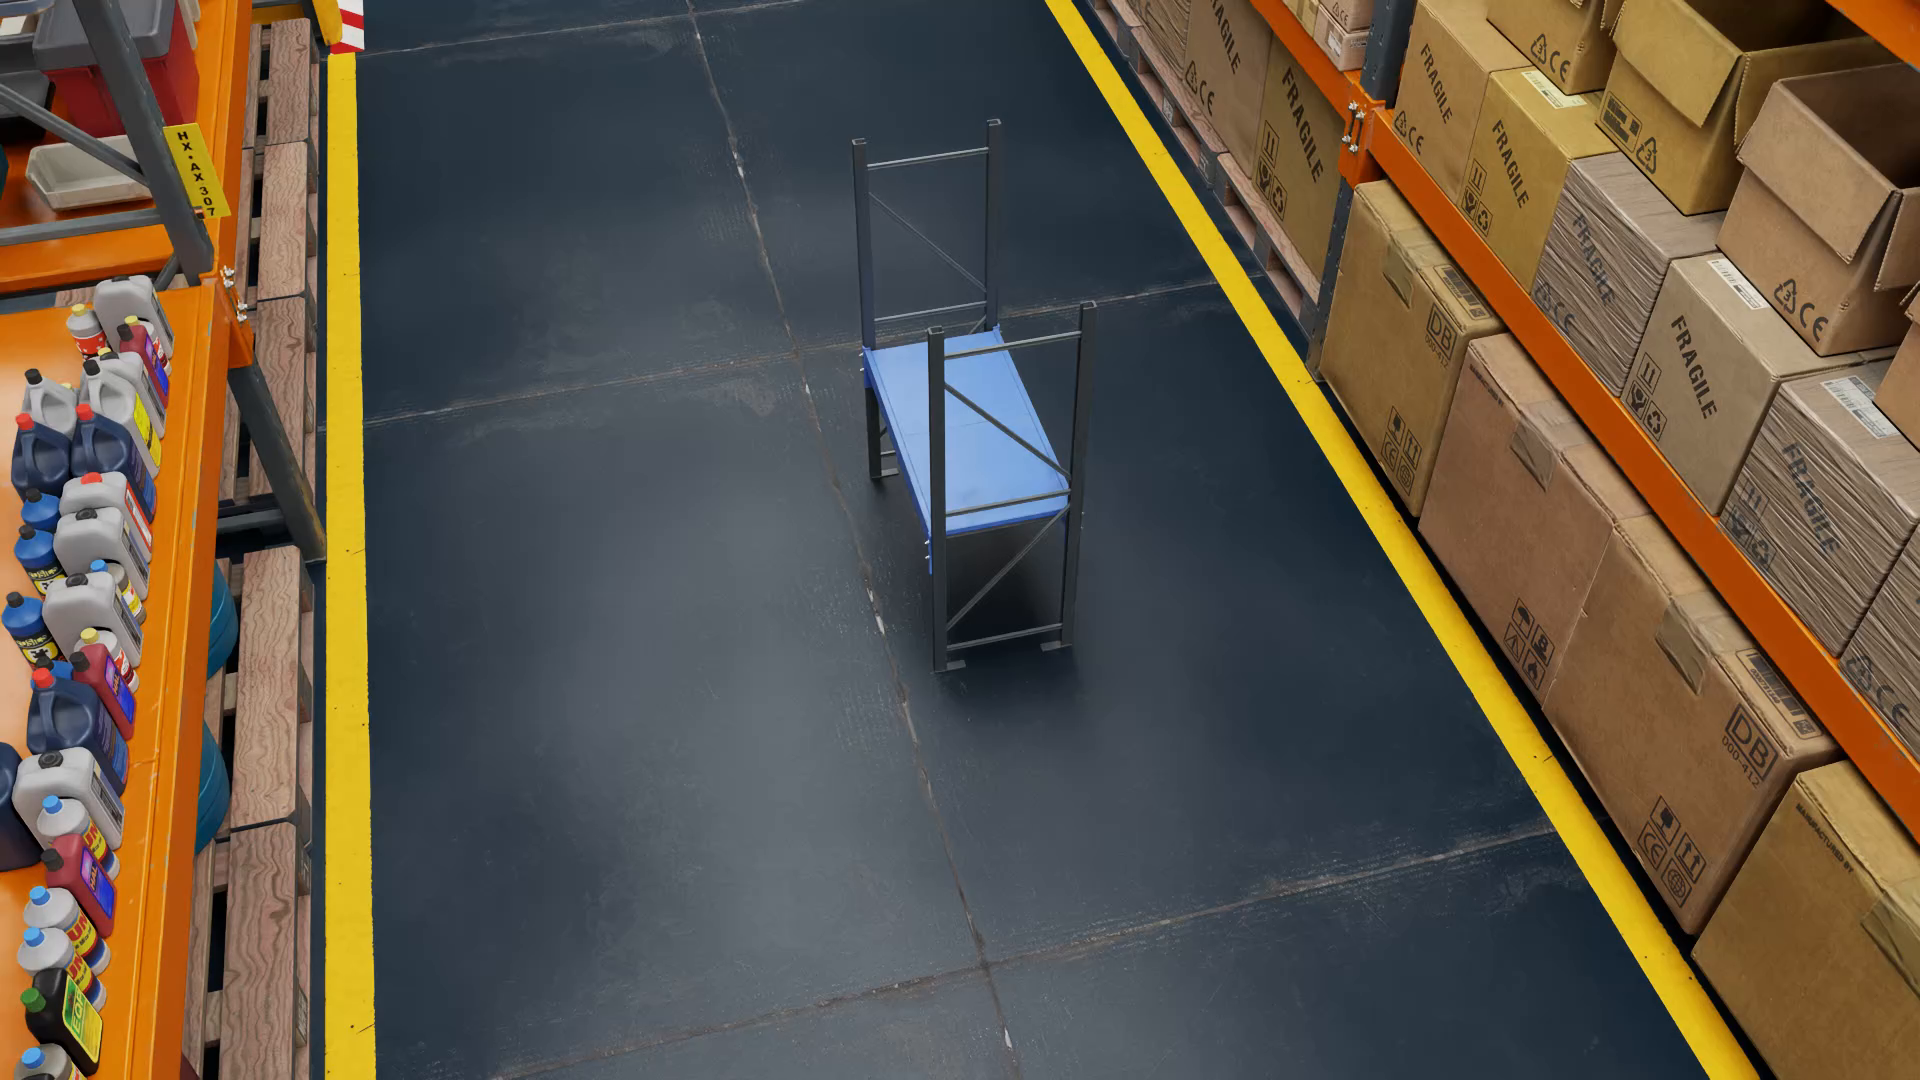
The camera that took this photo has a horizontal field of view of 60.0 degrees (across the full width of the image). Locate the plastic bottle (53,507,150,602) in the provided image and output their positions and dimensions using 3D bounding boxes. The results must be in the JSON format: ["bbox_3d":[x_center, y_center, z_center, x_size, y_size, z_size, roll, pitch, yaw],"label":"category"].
[{"bbox_3d":[-2.177,0.030,4.208,0.152,0.276,0.135,-11,47,-10],"label":"plastic bottle"}]

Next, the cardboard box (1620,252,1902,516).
[{"bbox_3d":[2.211,-0.449,4.520,0.500,0.500,0.500,-10,46,-10],"label":"cardboard box"}]

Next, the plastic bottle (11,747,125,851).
[{"bbox_3d":[-1.977,0.570,3.678,0.152,0.276,0.135,-11,47,-10],"label":"plastic bottle"}]

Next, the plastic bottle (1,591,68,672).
[{"bbox_3d":[-2.233,0.227,4.017,0.097,0.271,0.097,0,46,0],"label":"plastic bottle"}]

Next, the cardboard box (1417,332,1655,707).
[{"bbox_3d":[2.353,-0.174,5.514,1.225,0.875,0.875,-12,47,-12],"label":"cardboard box"}]

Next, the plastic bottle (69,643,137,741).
[{"bbox_3d":[-2.014,0.339,3.900,0.061,0.283,0.133,-11,47,-10],"label":"plastic bottle"}]

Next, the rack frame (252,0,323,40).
[{"bbox_3d":[-3.871,-3.682,7.758,1.000,3.000,0.127,-11,47,-10],"label":"rack frame"}]

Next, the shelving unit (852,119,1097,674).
[{"bbox_3d":[0.022,-0.466,5.657,0.538,1.500,1.048,-11,47,-10],"label":"shelving unit"}]

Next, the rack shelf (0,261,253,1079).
[{"bbox_3d":[-2.335,0.713,3.955,1.077,0.370,4.000,-11,47,-10],"label":"rack shelf"}]

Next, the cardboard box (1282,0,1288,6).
[{"bbox_3d":[1.414,-2.243,6.524,0.380,0.149,0.250,-11,47,-11],"label":"cardboard box"}]

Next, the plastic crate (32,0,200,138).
[{"bbox_3d":[-2.833,-1.626,5.656,0.402,0.464,0.583,-11,47,-10],"label":"plastic crate"}]

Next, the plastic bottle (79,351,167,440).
[{"bbox_3d":[-2.340,-0.411,4.640,0.152,0.276,0.135,-11,47,-10],"label":"plastic bottle"}]

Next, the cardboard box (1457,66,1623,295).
[{"bbox_3d":[1.946,-1.150,5.207,0.500,0.500,0.500,-11,47,-10],"label":"cardboard box"}]

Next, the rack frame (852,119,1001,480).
[{"bbox_3d":[-0.108,-0.817,6.001,0.500,1.500,0.032,-11,47,-10],"label":"rack frame"}]

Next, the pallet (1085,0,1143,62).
[{"bbox_3d":[1.197,-3.074,9.114,1.003,0.211,1.213,-11,47,-10],"label":"pallet"}]

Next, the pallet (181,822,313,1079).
[{"bbox_3d":[-2.374,1.440,4.691,1.003,0.211,1.213,-11,47,-10],"label":"pallet"}]

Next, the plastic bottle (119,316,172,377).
[{"bbox_3d":[-2.378,-0.562,4.840,0.097,0.201,0.097,0,46,0],"label":"plastic bottle"}]

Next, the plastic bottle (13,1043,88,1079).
[{"bbox_3d":[-1.777,1.057,3.253,0.097,0.201,0.097,0,46,0],"label":"plastic bottle"}]

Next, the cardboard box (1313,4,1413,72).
[{"bbox_3d":[1.546,-1.888,6.176,0.380,0.149,0.250,-10,47,-10],"label":"cardboard box"}]

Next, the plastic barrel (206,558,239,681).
[{"bbox_3d":[-2.724,0.046,5.280,0.600,0.901,0.708,-11,47,-10],"label":"plastic barrel"}]

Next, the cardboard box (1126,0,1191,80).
[{"bbox_3d":[1.391,-2.935,8.220,0.875,0.875,0.875,-11,47,-10],"label":"cardboard box"}]

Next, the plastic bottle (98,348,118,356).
[{"bbox_3d":[-2.402,-0.459,4.739,0.097,0.201,0.097,0,46,0],"label":"plastic bottle"}]

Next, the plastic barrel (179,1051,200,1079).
[{"bbox_3d":[-2.254,1.424,4.148,0.600,0.588,0.708,-11,47,-10],"label":"plastic barrel"}]

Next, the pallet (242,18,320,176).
[{"bbox_3d":[-3.698,-2.129,8.189,1.003,0.211,1.213,-11,47,-10],"label":"pallet"}]

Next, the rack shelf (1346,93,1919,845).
[{"bbox_3d":[2.453,-0.193,4.843,1.077,0.370,4.000,-11,47,-10],"label":"rack shelf"}]

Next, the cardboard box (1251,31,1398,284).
[{"bbox_3d":[1.849,-1.699,7.009,0.875,0.875,0.875,-11,47,-10],"label":"cardboard box"}]

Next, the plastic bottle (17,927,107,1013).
[{"bbox_3d":[-1.836,0.873,3.384,0.097,0.271,0.097,0,46,0],"label":"plastic bottle"}]

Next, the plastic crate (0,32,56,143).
[{"bbox_3d":[-3.393,-1.568,5.837,0.437,0.125,0.590,-11,47,-10],"label":"plastic crate"}]

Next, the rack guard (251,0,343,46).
[{"bbox_3d":[-3.890,-2.821,8.665,1.175,0.500,0.348,-11,47,-10],"label":"rack guard"}]

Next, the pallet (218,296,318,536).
[{"bbox_3d":[-3.073,-0.445,6.538,1.003,0.211,1.213,-11,47,-10],"label":"pallet"}]

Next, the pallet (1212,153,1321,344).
[{"bbox_3d":[1.822,-1.389,7.463,1.003,0.211,1.213,-11,47,-10],"label":"pallet"}]

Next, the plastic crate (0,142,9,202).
[{"bbox_3d":[-3.296,-1.195,5.291,0.392,0.384,0.575,-11,47,-10],"label":"plastic crate"}]

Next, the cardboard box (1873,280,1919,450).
[{"bbox_3d":[2.629,-0.408,3.778,0.797,0.503,0.637,-10,46,-9],"label":"cardboard box"}]

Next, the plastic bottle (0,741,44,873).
[{"bbox_3d":[-2.126,0.553,3.642,0.144,0.351,0.185,-11,47,-10],"label":"plastic bottle"}]

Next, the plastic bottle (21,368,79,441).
[{"bbox_3d":[-2.435,-0.302,4.480,0.144,0.351,0.185,-11,47,-10],"label":"plastic bottle"}]

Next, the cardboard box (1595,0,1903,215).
[{"bbox_3d":[2.277,-1.296,4.648,0.797,0.503,0.637,-10,46,-10],"label":"cardboard box"}]

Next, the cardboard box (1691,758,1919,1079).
[{"bbox_3d":[2.808,1.052,4.312,1.225,0.875,0.875,-13,47,-12],"label":"cardboard box"}]

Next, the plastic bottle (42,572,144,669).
[{"bbox_3d":[-2.117,0.190,4.051,0.152,0.276,0.135,-11,47,-10],"label":"plastic bottle"}]

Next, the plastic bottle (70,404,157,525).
[{"bbox_3d":[-2.248,-0.200,4.381,0.144,0.351,0.185,-11,47,-10],"label":"plastic bottle"}]

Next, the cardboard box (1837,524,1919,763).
[{"bbox_3d":[2.477,0.260,3.825,0.500,0.500,0.500,-11,47,-11],"label":"cardboard box"}]

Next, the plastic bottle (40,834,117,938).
[{"bbox_3d":[-1.873,0.718,3.527,0.061,0.283,0.133,-11,47,-10],"label":"plastic bottle"}]

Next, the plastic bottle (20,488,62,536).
[{"bbox_3d":[-2.327,-0.026,4.265,0.097,0.271,0.097,0,46,0],"label":"plastic bottle"}]

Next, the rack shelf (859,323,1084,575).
[{"bbox_3d":[0.022,-0.340,5.785,0.538,0.185,1.000,-11,47,-10],"label":"rack shelf"}]
